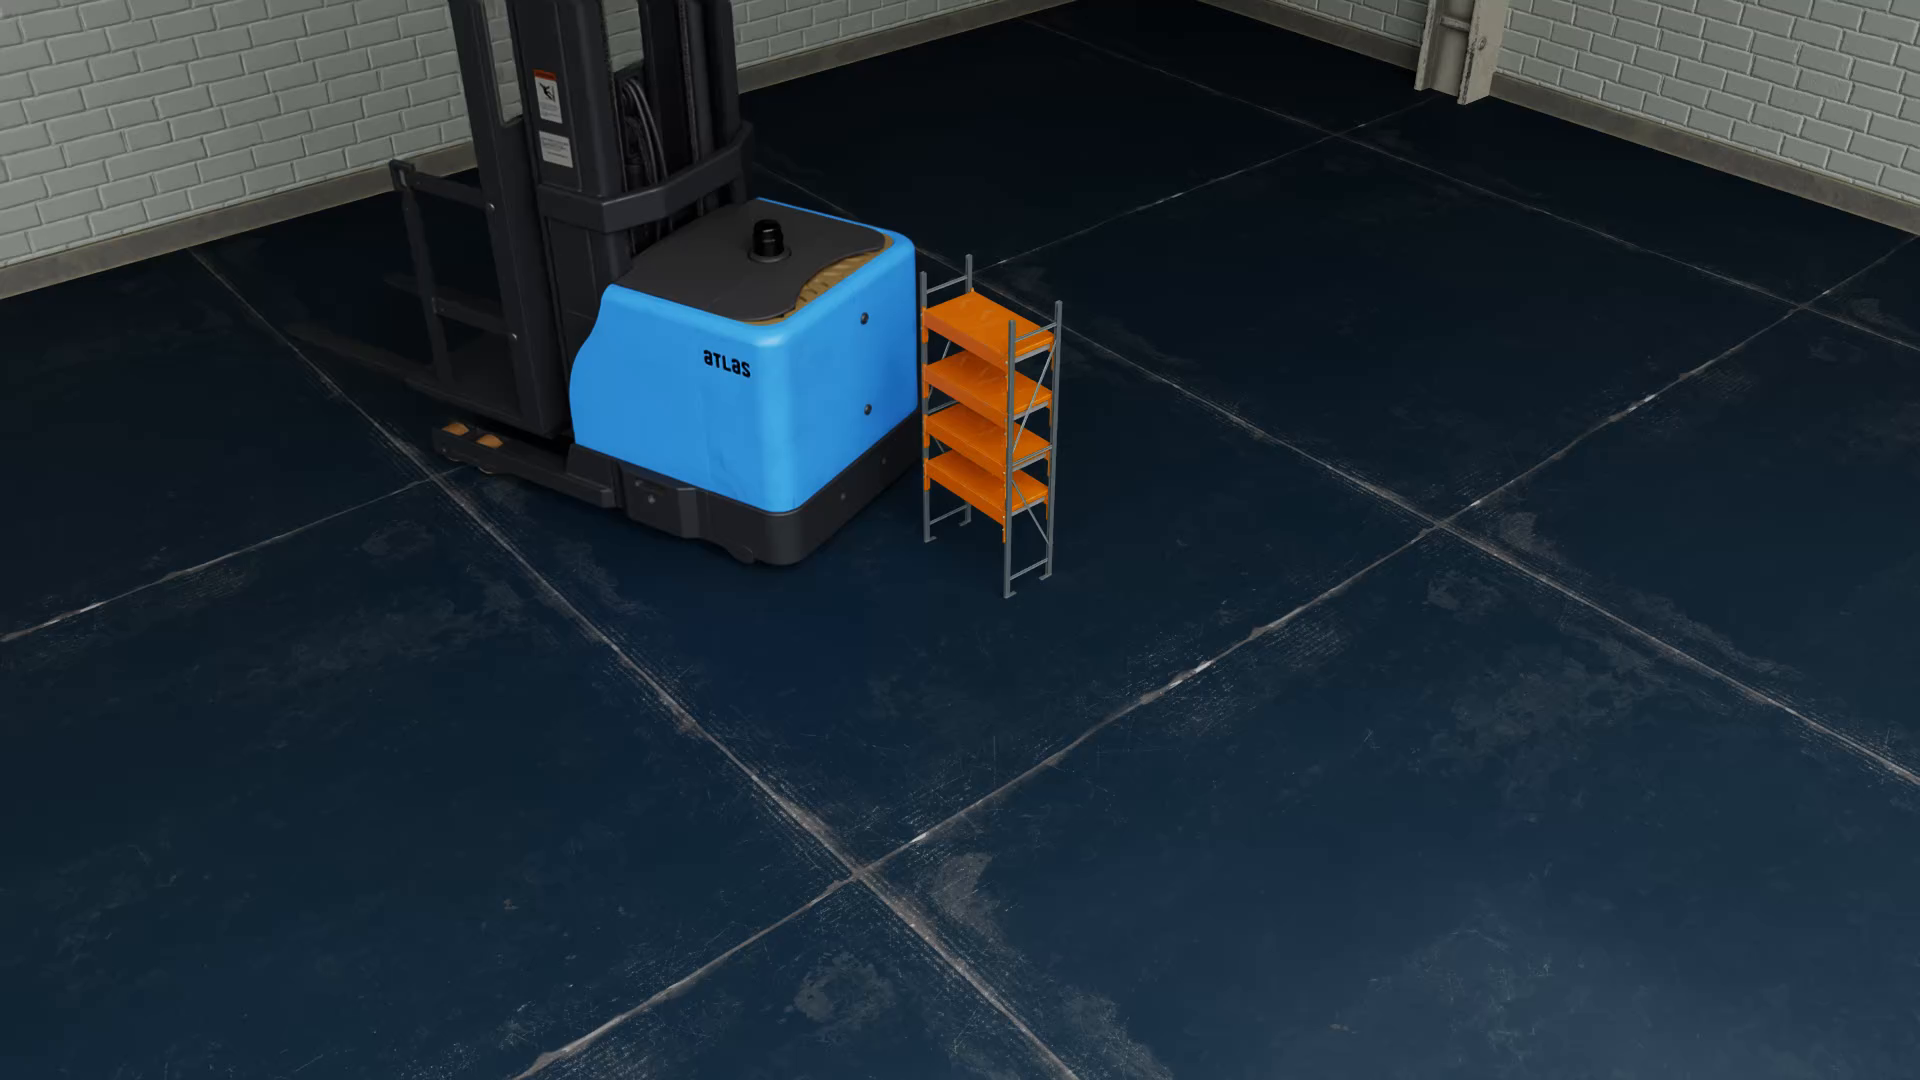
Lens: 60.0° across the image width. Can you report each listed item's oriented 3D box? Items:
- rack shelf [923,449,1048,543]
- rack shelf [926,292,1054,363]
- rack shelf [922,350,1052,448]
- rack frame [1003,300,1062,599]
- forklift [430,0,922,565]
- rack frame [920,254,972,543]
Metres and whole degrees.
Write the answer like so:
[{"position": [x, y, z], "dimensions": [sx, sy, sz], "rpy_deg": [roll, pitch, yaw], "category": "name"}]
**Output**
[{"position": [0.107, -0.200, 6.454], "dimensions": [0.258, 0.148, 0.480], "rpy_deg": [-26, 43, -32], "category": "rack shelf"}, {"position": [0.107, -0.769, 6.050], "dimensions": [0.221, 0.050, 0.457], "rpy_deg": [-26, 43, -32], "category": "rack shelf"}, {"position": [0.107, -0.544, 6.210], "dimensions": [0.258, 0.148, 0.480], "rpy_deg": [-26, 43, -32], "category": "rack shelf"}, {"position": [0.264, -0.309, 6.148], "dimensions": [0.240, 1.200, 0.015], "rpy_deg": [-26, 43, -32], "category": "rack frame"}, {"position": [-1.223, -1.536, 6.437], "dimensions": [1.939, 2.867, 1.129], "rpy_deg": [19, 39, 25], "category": "forklift"}, {"position": [-0.051, -0.524, 6.452], "dimensions": [0.240, 1.200, 0.015], "rpy_deg": [-26, 43, -32], "category": "rack frame"}]
